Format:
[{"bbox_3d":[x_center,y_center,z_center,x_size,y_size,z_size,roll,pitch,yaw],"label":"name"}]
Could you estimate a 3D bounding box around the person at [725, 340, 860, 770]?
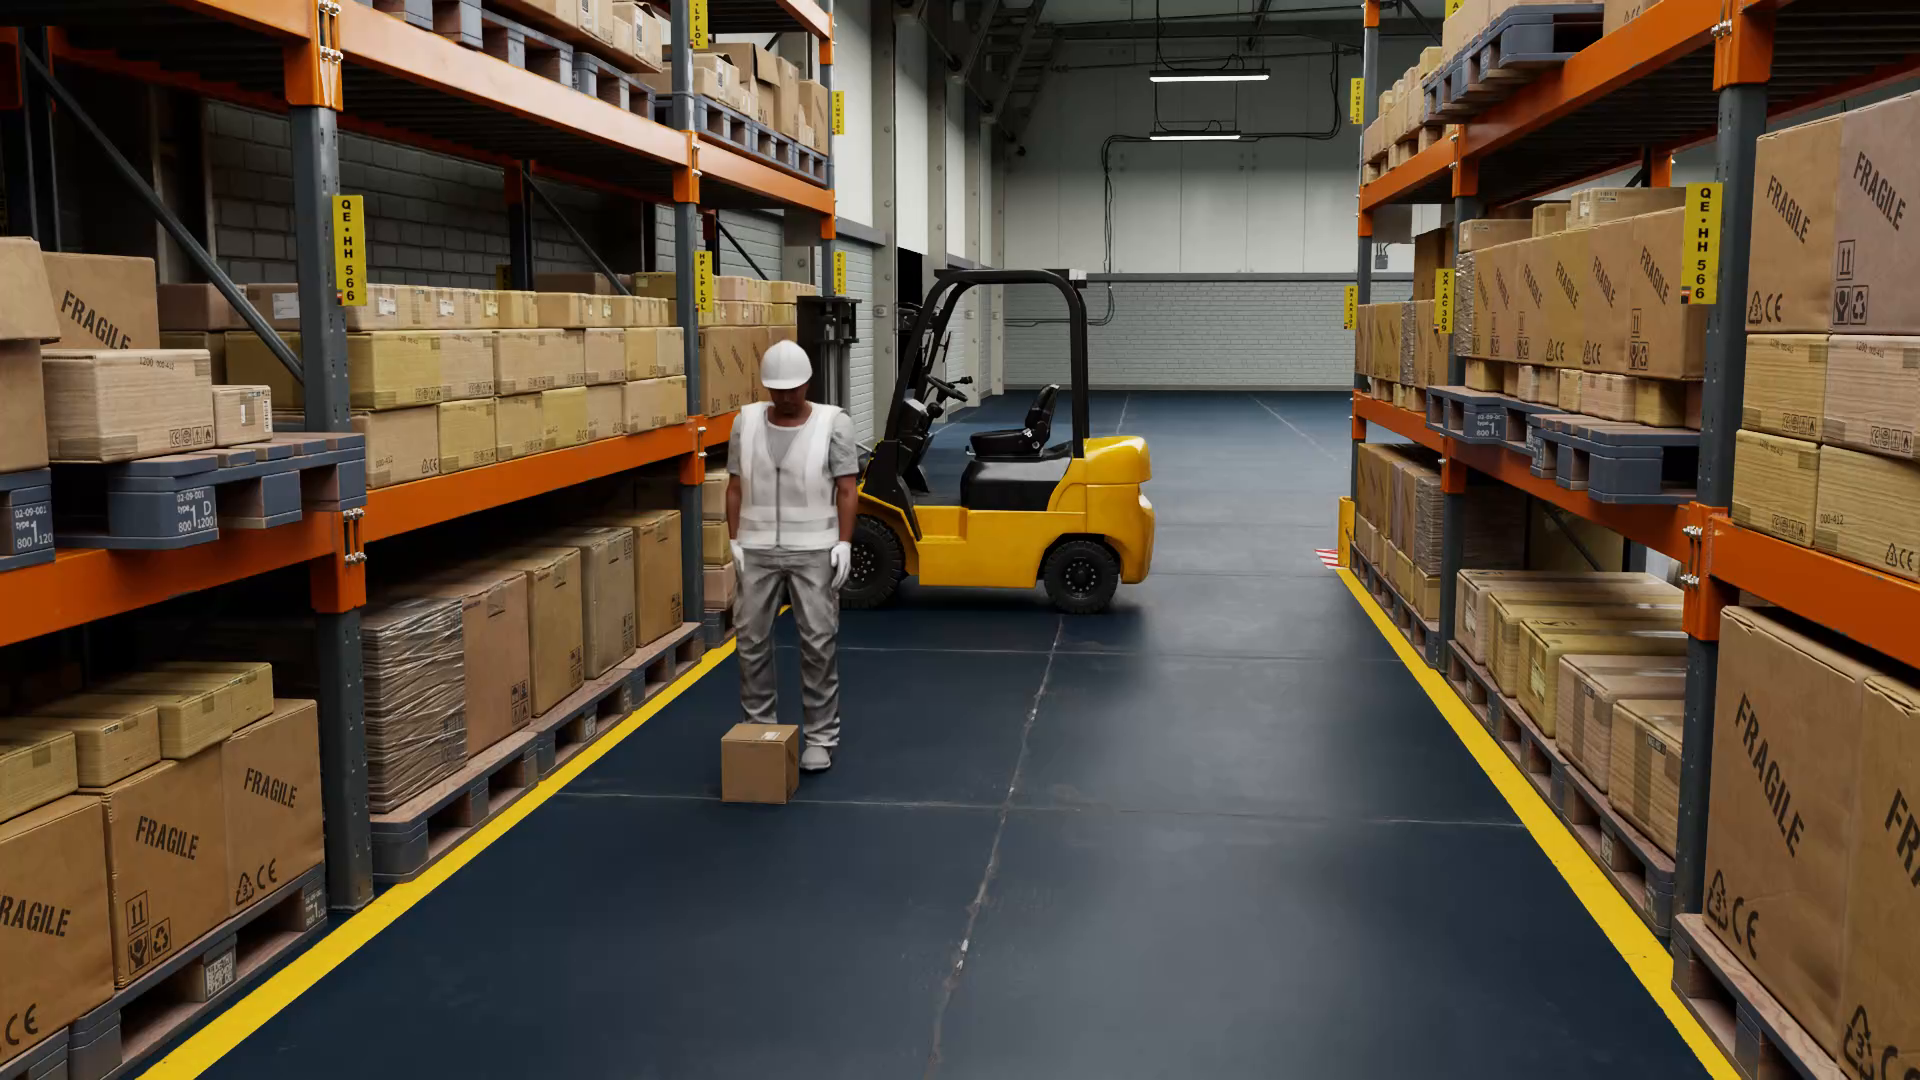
[{"bbox_3d":[-0.694,0.063,6.832,0.557,1.761,0.400,1,8,7],"label":"person"}]
